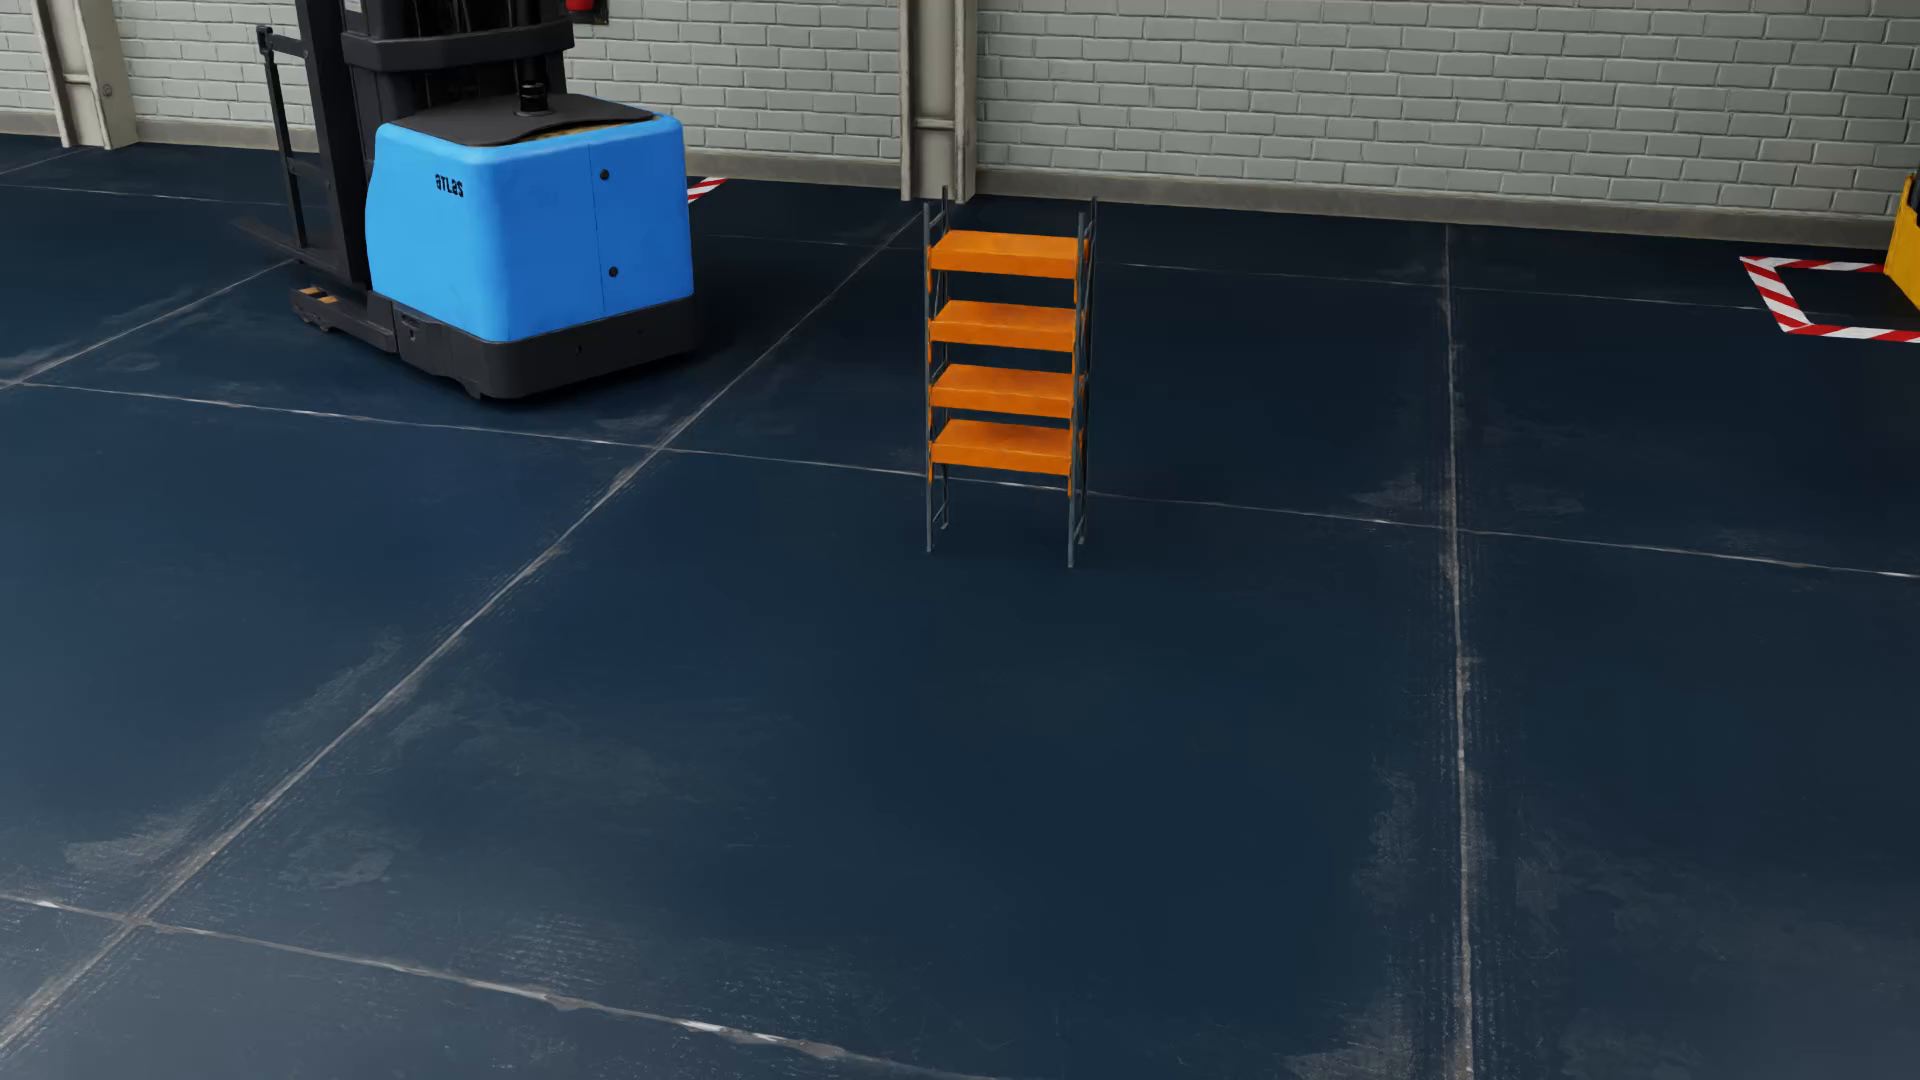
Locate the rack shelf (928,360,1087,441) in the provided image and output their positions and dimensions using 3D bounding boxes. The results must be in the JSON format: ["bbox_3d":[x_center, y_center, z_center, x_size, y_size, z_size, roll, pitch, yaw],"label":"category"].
[{"bbox_3d":[0.160,-0.463,5.484,0.480,0.148,0.258,6,26,13],"label":"rack shelf"}]

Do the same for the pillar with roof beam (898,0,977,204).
[{"bbox_3d":[-1.200,-4.372,4.465,0.400,9.000,9.100,6,26,13],"label":"pillar with roof beam"}]

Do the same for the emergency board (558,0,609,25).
[{"bbox_3d":[-2.512,-3.736,10.109,0.643,1.169,0.194,6,26,13],"label":"emergency board"}]

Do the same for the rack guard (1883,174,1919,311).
[{"bbox_3d":[4.863,-1.392,8.092,0.348,0.500,1.175,6,26,13],"label":"rack guard"}]

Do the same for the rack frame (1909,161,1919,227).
[{"bbox_3d":[4.790,-2.528,7.571,0.127,3.000,1.000,6,26,13],"label":"rack frame"}]

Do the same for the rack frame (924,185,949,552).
[{"bbox_3d":[-0.076,-0.550,5.510,0.015,1.200,0.240,6,26,13],"label":"rack frame"}]

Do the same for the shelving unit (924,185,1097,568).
[{"bbox_3d":[0.160,-0.524,5.455,0.503,1.200,0.258,6,26,13],"label":"shelving unit"}]

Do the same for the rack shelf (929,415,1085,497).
[{"bbox_3d":[0.160,-0.284,5.569,0.480,0.148,0.258,6,26,13],"label":"rack shelf"}]

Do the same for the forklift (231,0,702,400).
[{"bbox_3d":[-2.543,-2.437,7.459,1.130,2.935,3.031,-23,34,-39],"label":"forklift"}]

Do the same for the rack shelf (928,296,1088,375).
[{"bbox_3d":[0.160,-0.665,5.388,0.480,0.148,0.258,6,26,13],"label":"rack shelf"}]

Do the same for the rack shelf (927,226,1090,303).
[{"bbox_3d":[0.160,-0.879,5.286,0.480,0.148,0.258,6,26,13],"label":"rack shelf"}]

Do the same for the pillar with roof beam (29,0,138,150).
[{"bbox_3d":[-7.011,-5.015,5.815,0.400,9.000,9.100,6,26,13],"label":"pillar with roof beam"}]

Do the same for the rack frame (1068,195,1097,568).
[{"bbox_3d":[0.397,-0.498,5.400,0.015,1.200,0.240,6,26,13],"label":"rack frame"}]
